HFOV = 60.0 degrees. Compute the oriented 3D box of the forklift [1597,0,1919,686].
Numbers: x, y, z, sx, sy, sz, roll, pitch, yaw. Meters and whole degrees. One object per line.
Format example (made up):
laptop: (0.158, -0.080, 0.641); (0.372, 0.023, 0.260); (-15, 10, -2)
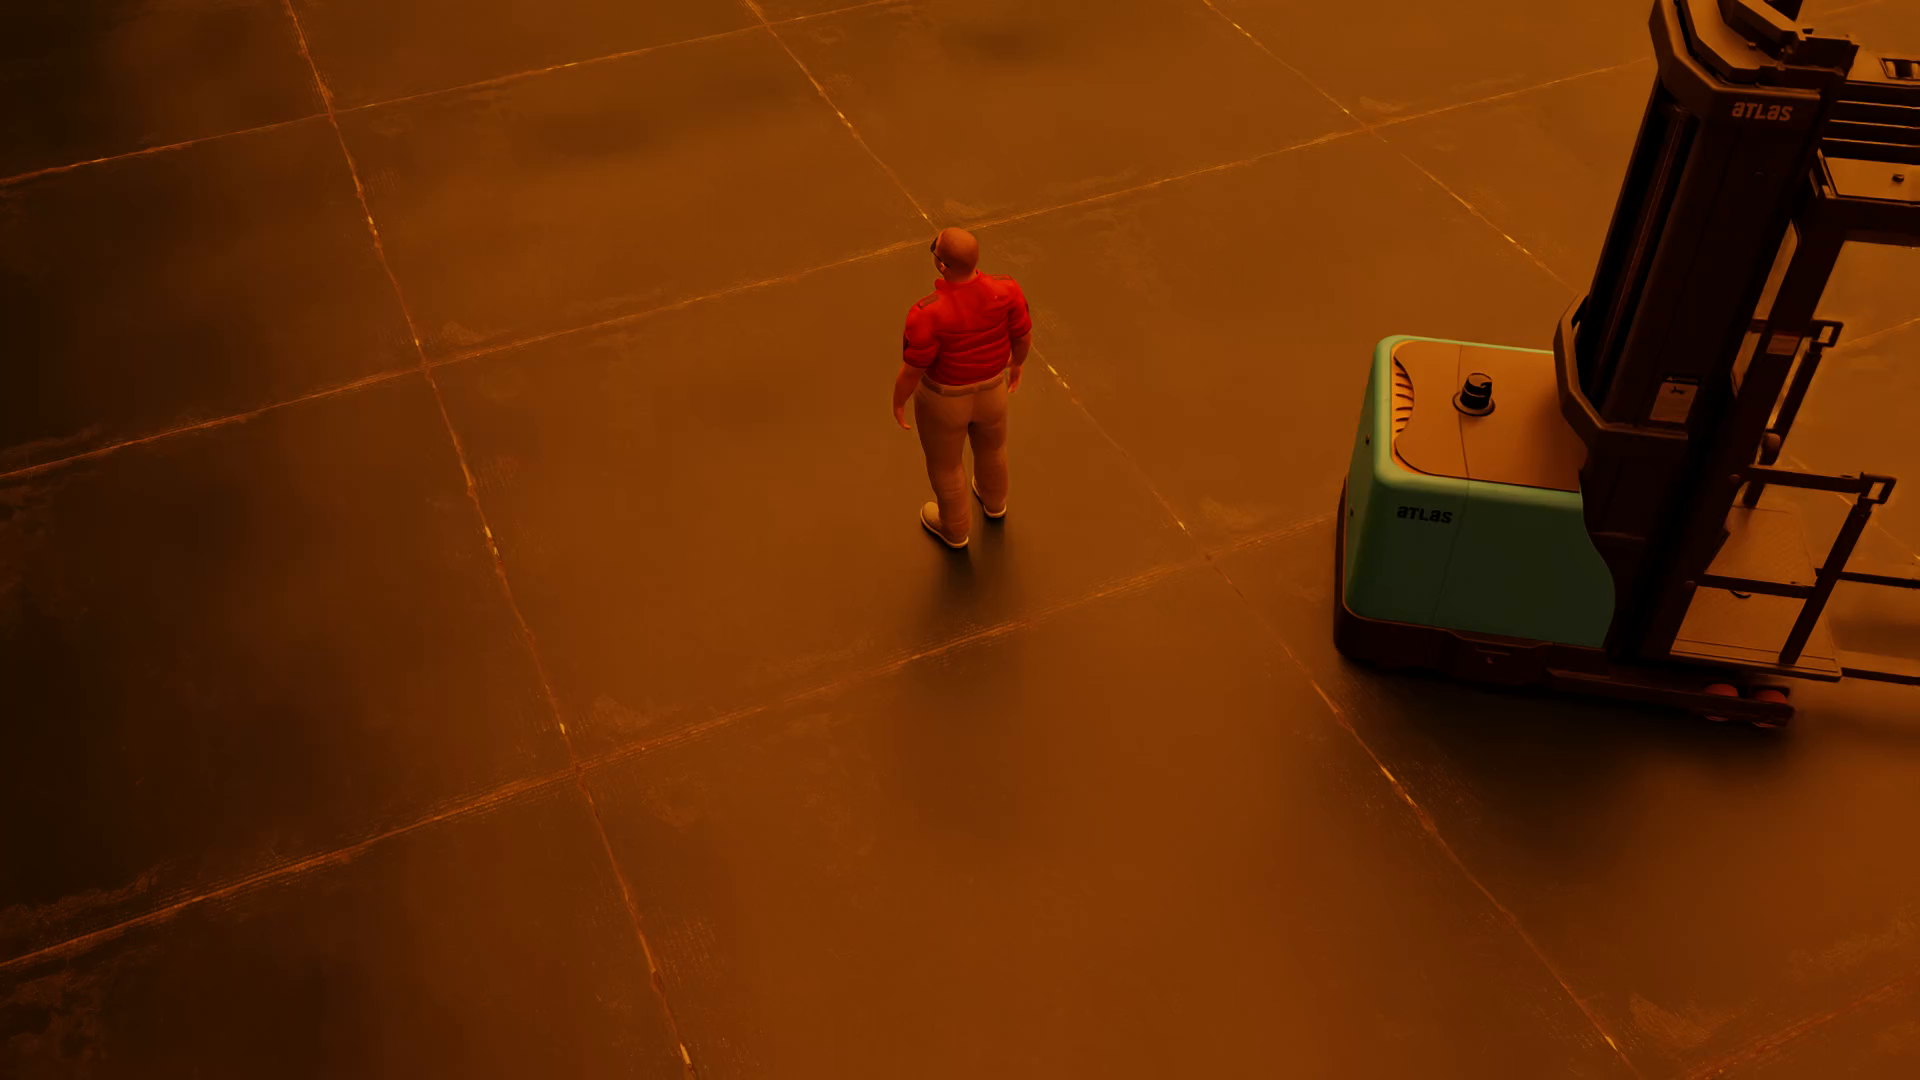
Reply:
forklift: (3.272, -0.651, 6.424); (2.884, 2.867, 1.101); (7, 44, 8)
